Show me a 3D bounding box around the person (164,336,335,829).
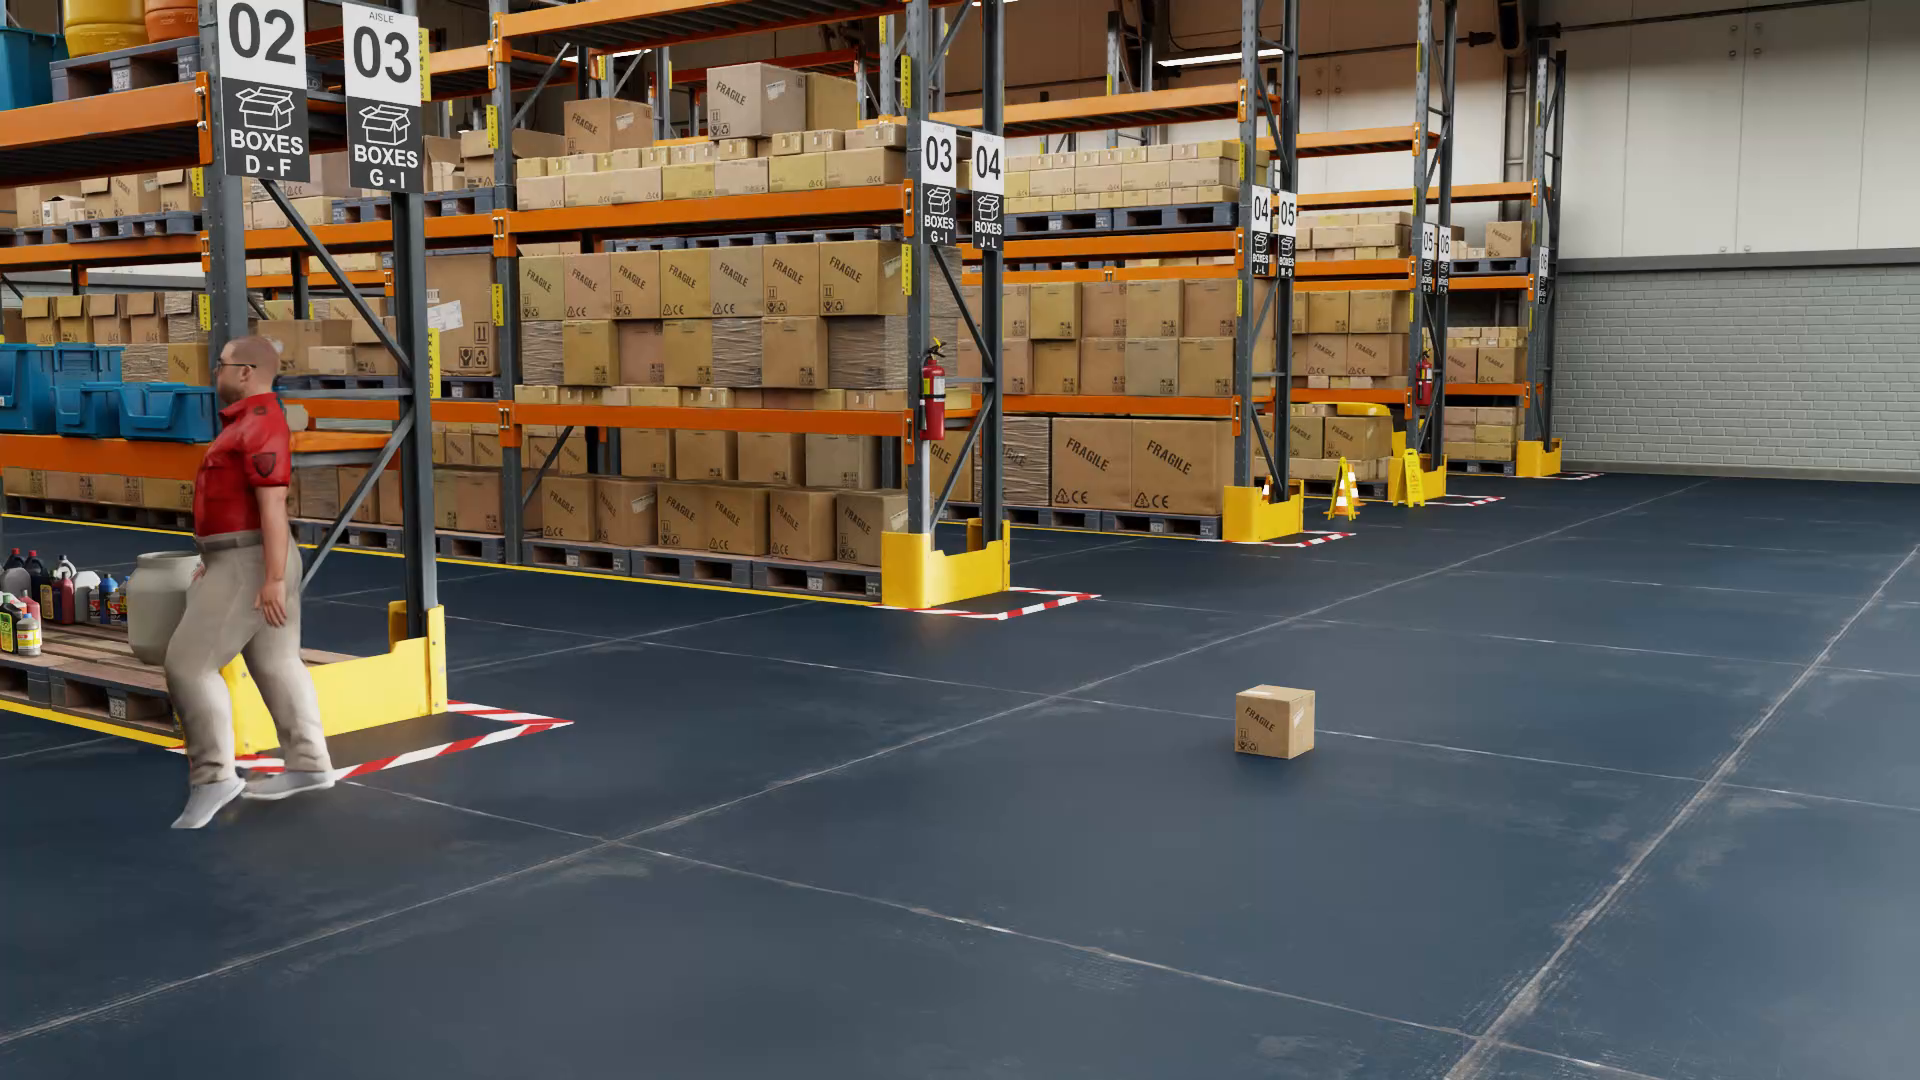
[{"bbox_3d":[-2.618,0.165,6.069,0.566,1.807,0.589,-2,7,-17],"label":"person"}]
